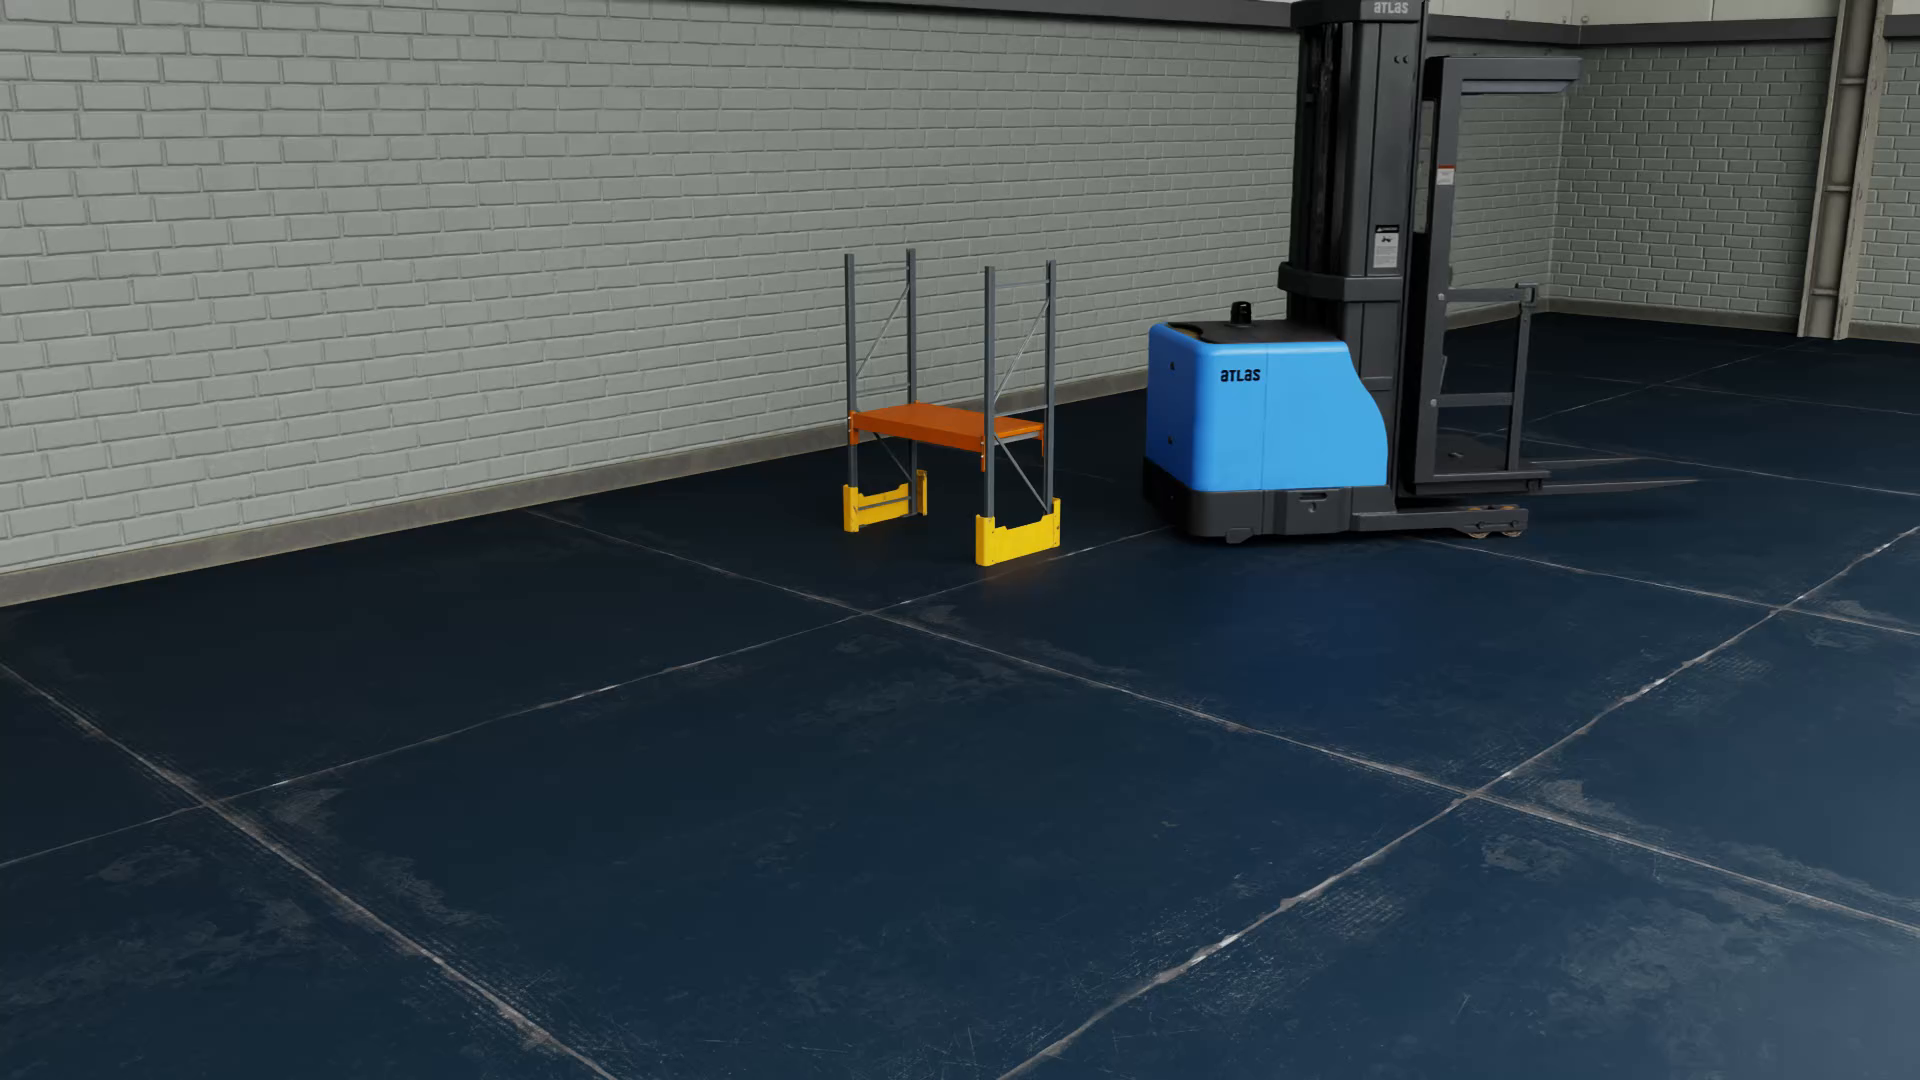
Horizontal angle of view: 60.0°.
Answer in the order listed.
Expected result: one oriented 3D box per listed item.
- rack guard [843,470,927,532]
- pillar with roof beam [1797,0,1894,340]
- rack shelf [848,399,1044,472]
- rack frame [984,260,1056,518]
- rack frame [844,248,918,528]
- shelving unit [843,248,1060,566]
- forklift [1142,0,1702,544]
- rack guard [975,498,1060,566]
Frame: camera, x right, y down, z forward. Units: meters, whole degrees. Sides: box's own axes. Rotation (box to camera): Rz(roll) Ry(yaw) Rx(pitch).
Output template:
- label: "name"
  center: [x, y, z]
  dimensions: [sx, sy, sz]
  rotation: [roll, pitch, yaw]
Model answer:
- label: "rack guard"
  center: [-0.413, -0.221, 9.286]
  dimensions: [0.087, 0.250, 0.587]
  rotation: [14, 20, 42]
- label: "pillar with roof beam"
  center: [5.735, -5.629, 12.688]
  dimensions: [0.400, 9.000, 9.100]
  rotation: [14, 20, 42]
- label: "rack shelf"
  center: [-0.061, -0.567, 8.846]
  dimensions: [1.000, 0.185, 0.538]
  rotation: [14, 20, 42]
- label: "rack frame"
  center: [0.305, -0.652, 8.459]
  dimensions: [0.032, 1.500, 0.500]
  rotation: [14, 20, 42]
- label: "rack frame"
  center: [-0.427, -0.830, 9.142]
  dimensions: [0.032, 1.500, 0.500]
  rotation: [14, 20, 42]
- label: "shelving unit"
  center: [-0.055, -0.739, 8.794]
  dimensions: [1.083, 1.500, 0.587]
  rotation: [14, 20, 42]
- label: "forklift"
  center: [2.617, -1.555, 9.087]
  dimensions: [3.031, 2.935, 1.130]
  rotation: [-3, 15, -10]
- label: "rack guard"
  center: [0.304, -0.047, 8.617]
  dimensions: [0.087, 0.250, 0.587]
  rotation: [14, 20, 42]
